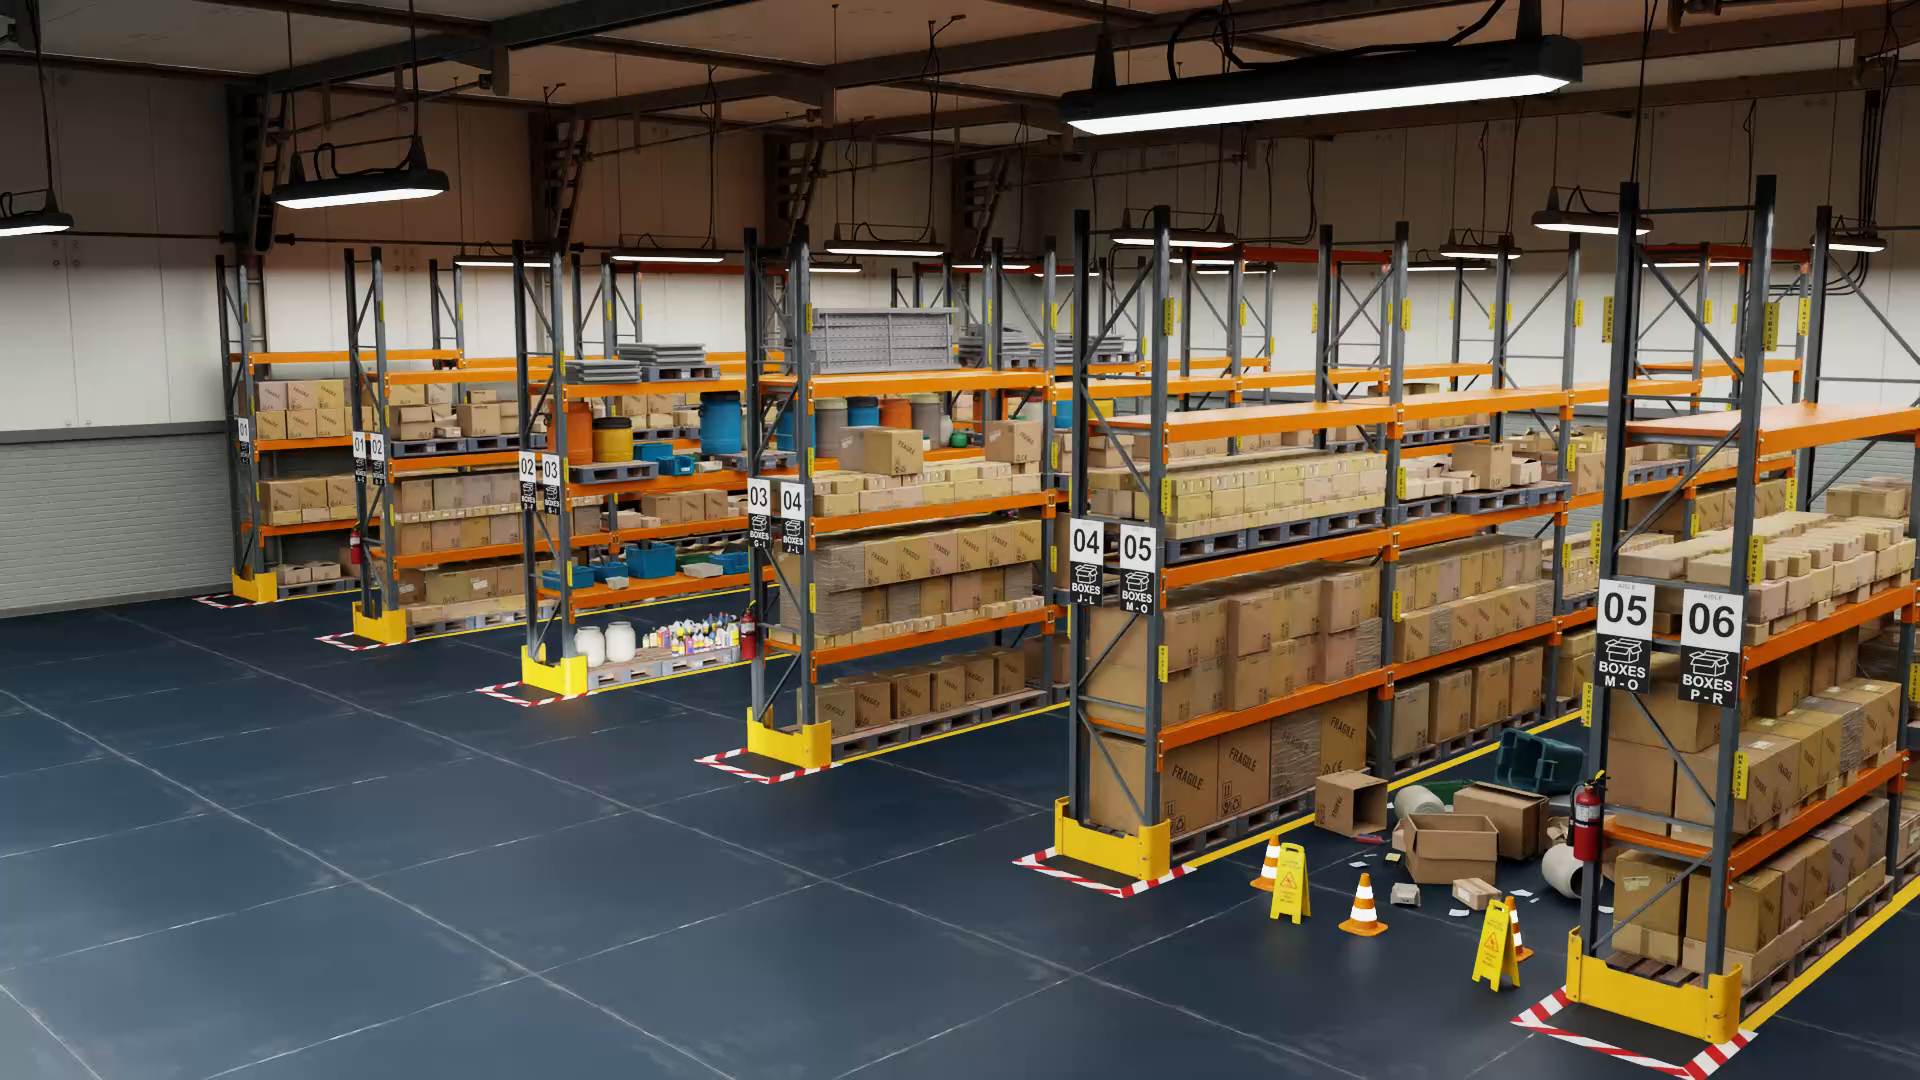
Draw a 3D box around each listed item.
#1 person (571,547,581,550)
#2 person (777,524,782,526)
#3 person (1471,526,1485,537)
[{"bbox_3d":[-7.376,-0.152,31.762,0.526,1.683,0.514,-3,9,-21],"label":"person"},{"bbox_3d":[-2.912,-0.150,29.335,0.627,1.764,0.418,-2,8,-11],"label":"person"},{"bbox_3d":[8.571,0.448,27.301,1.032,1.732,0.657,-8,11,-44],"label":"person"}]
